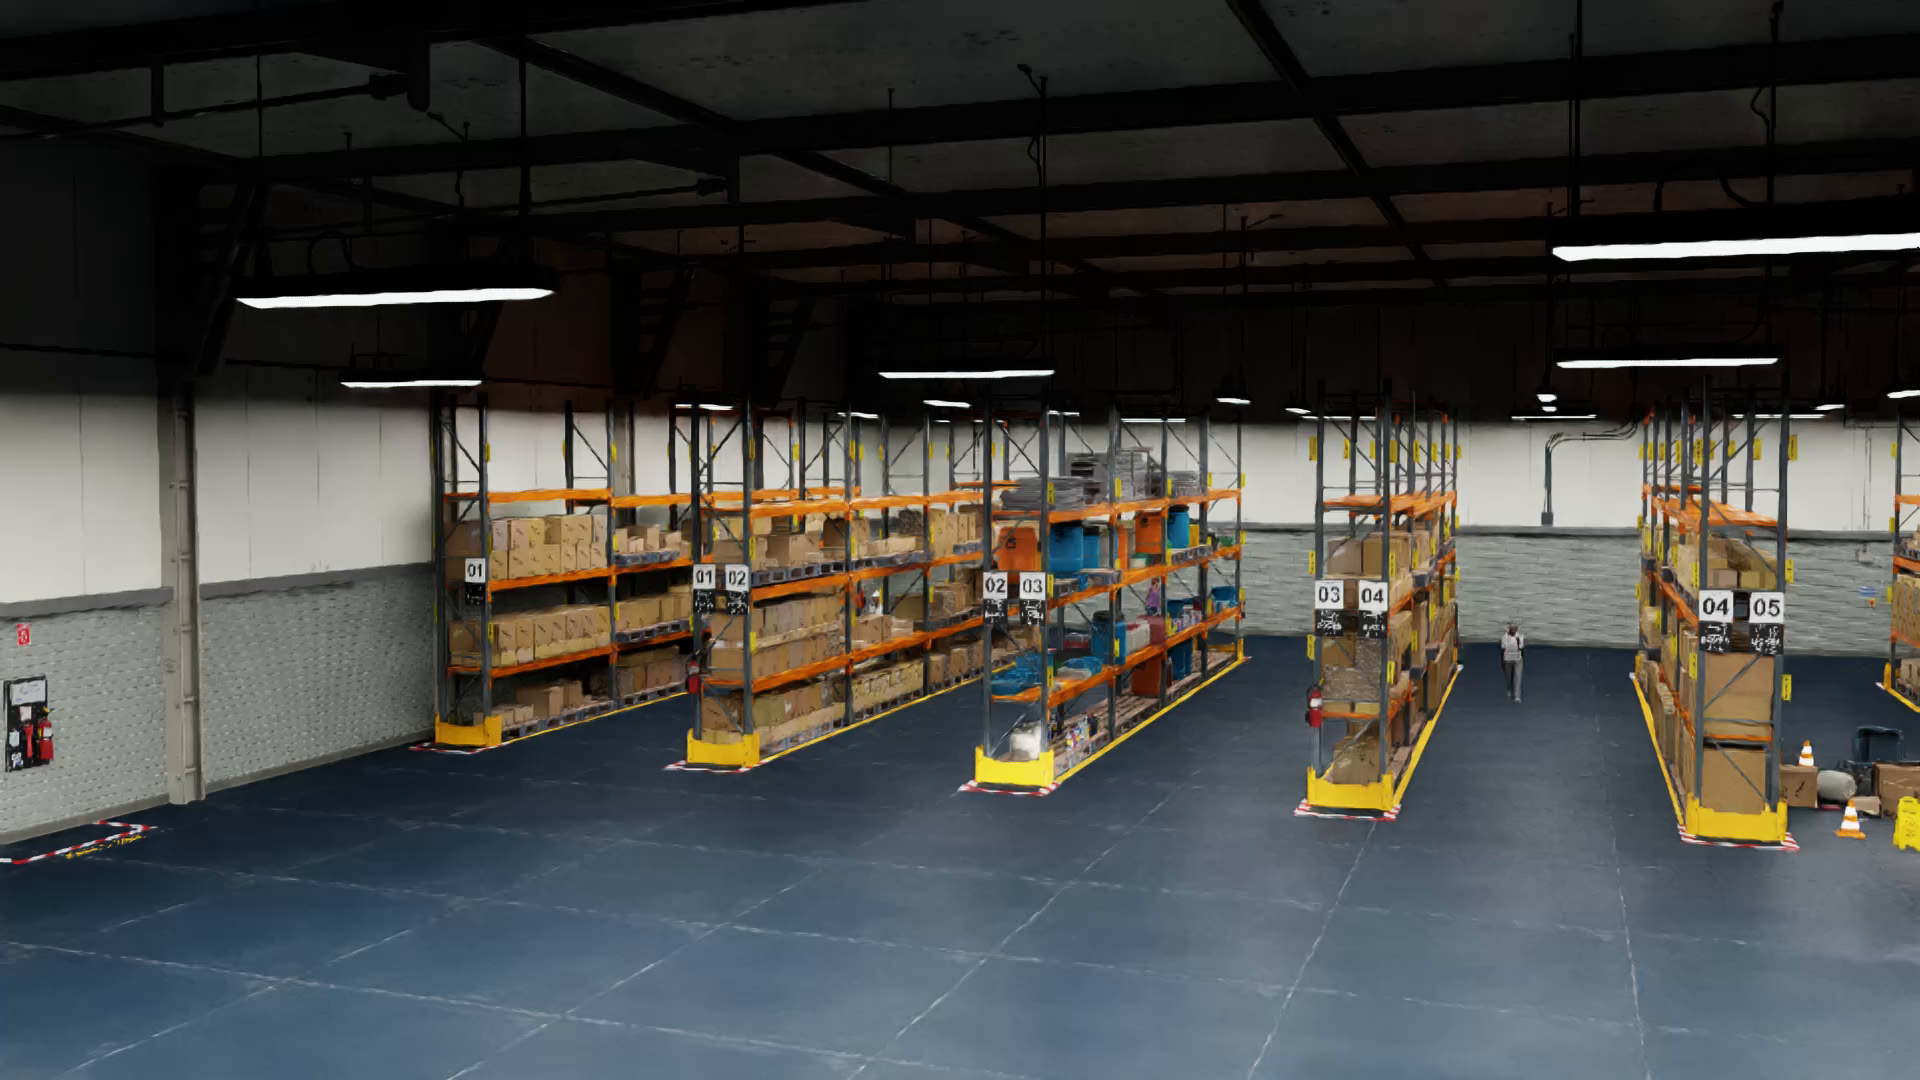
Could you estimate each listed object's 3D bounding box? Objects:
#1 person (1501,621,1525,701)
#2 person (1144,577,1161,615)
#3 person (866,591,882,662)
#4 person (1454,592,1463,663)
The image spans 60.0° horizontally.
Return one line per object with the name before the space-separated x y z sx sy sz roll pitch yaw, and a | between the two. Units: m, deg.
person | 11.099 2.407 33.402 0.457 1.586 1.075 1 3 22
person | 5.223 1.798 45.299 0.477 1.588 0.474 -1 3 -19
person | -1.910 2.059 39.120 0.553 1.725 1.030 1 3 19
person | 11.582 2.050 39.370 0.622 1.718 0.486 -2 4 -30
